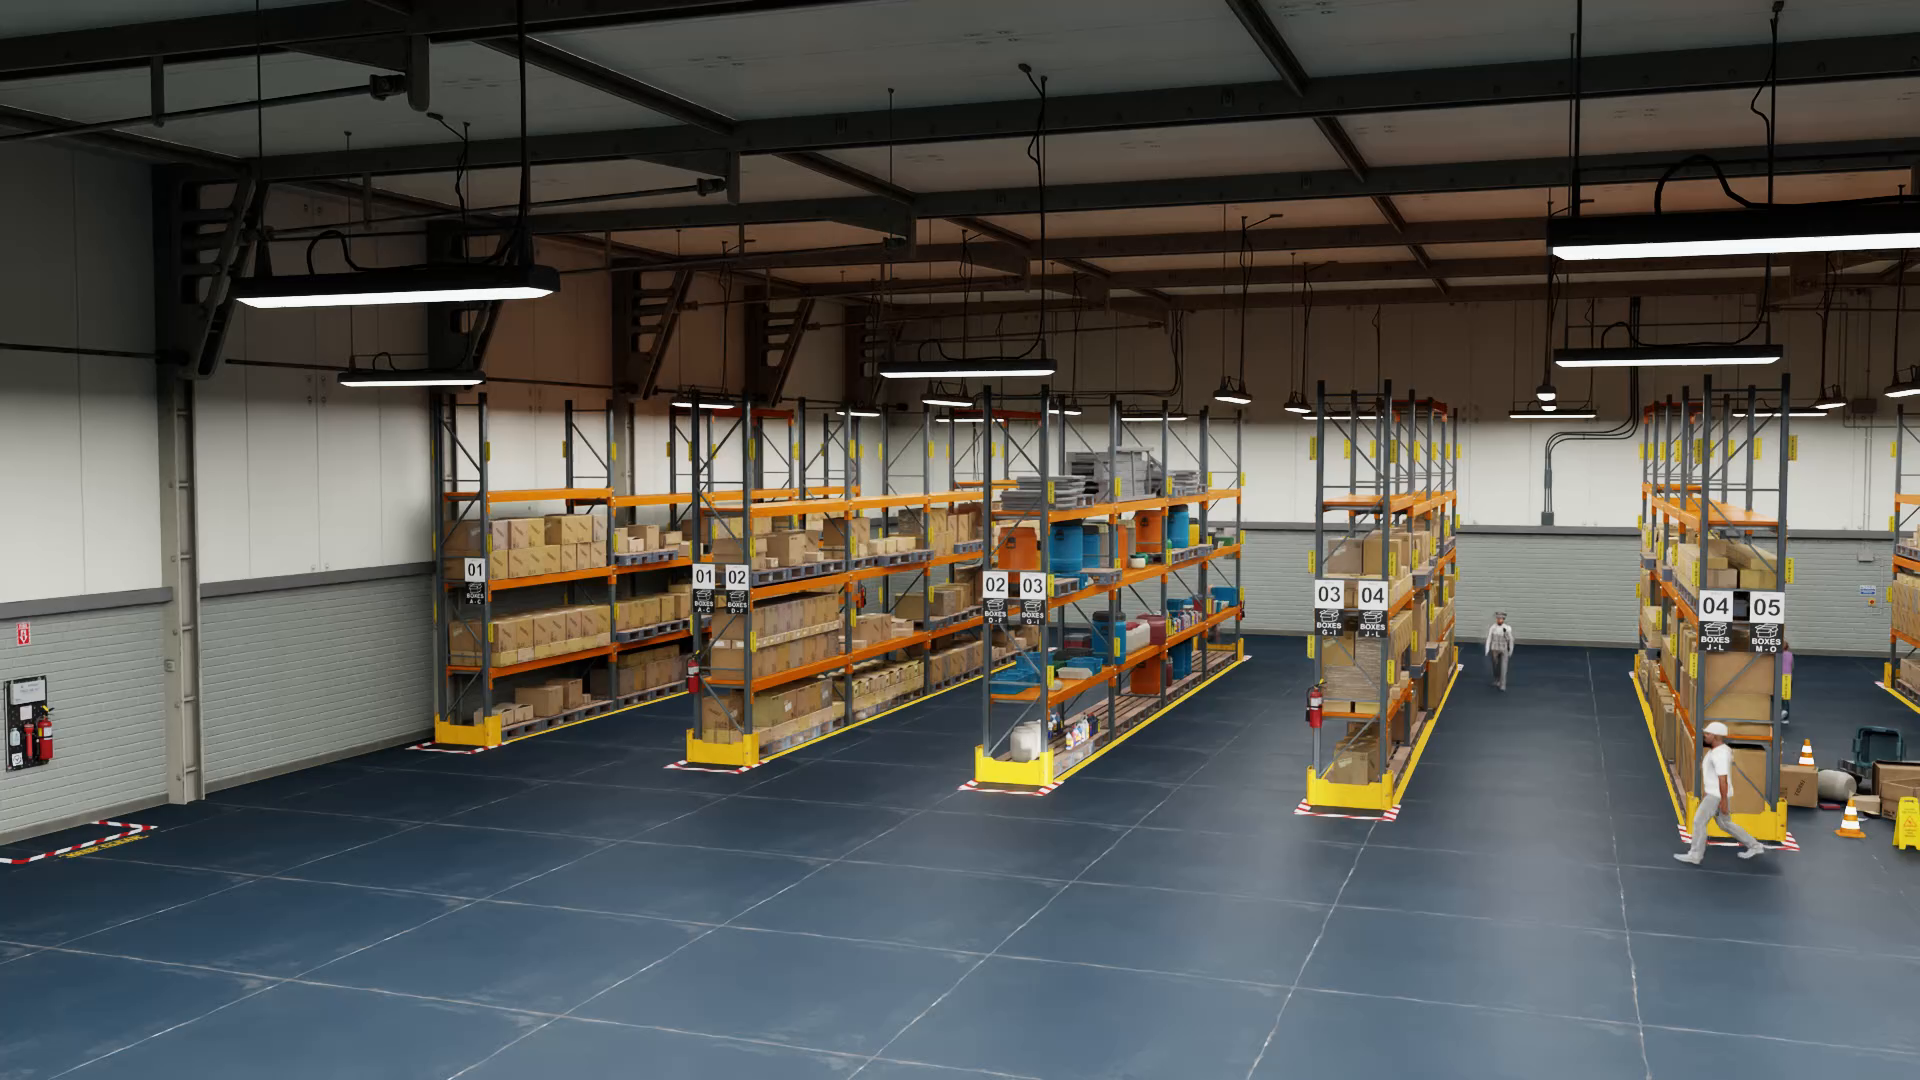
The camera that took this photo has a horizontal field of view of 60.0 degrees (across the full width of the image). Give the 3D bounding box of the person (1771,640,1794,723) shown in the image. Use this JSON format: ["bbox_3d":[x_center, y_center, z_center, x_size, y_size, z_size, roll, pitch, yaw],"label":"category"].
[{"bbox_3d":[15.177,2.606,30.675,0.462,1.540,0.678,0,3,8],"label":"person"}]

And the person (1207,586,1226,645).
[{"bbox_3d":[6.376,1.960,41.849,0.525,1.609,0.970,-2,4,-31],"label":"person"}]

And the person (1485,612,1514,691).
[{"bbox_3d":[11.326,2.303,34.904,0.574,1.612,1.021,1,3,17],"label":"person"}]

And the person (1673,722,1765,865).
[{"bbox_3d":[9.180,3.065,20.075,1.019,1.731,0.570,1,3,20],"label":"person"}]
